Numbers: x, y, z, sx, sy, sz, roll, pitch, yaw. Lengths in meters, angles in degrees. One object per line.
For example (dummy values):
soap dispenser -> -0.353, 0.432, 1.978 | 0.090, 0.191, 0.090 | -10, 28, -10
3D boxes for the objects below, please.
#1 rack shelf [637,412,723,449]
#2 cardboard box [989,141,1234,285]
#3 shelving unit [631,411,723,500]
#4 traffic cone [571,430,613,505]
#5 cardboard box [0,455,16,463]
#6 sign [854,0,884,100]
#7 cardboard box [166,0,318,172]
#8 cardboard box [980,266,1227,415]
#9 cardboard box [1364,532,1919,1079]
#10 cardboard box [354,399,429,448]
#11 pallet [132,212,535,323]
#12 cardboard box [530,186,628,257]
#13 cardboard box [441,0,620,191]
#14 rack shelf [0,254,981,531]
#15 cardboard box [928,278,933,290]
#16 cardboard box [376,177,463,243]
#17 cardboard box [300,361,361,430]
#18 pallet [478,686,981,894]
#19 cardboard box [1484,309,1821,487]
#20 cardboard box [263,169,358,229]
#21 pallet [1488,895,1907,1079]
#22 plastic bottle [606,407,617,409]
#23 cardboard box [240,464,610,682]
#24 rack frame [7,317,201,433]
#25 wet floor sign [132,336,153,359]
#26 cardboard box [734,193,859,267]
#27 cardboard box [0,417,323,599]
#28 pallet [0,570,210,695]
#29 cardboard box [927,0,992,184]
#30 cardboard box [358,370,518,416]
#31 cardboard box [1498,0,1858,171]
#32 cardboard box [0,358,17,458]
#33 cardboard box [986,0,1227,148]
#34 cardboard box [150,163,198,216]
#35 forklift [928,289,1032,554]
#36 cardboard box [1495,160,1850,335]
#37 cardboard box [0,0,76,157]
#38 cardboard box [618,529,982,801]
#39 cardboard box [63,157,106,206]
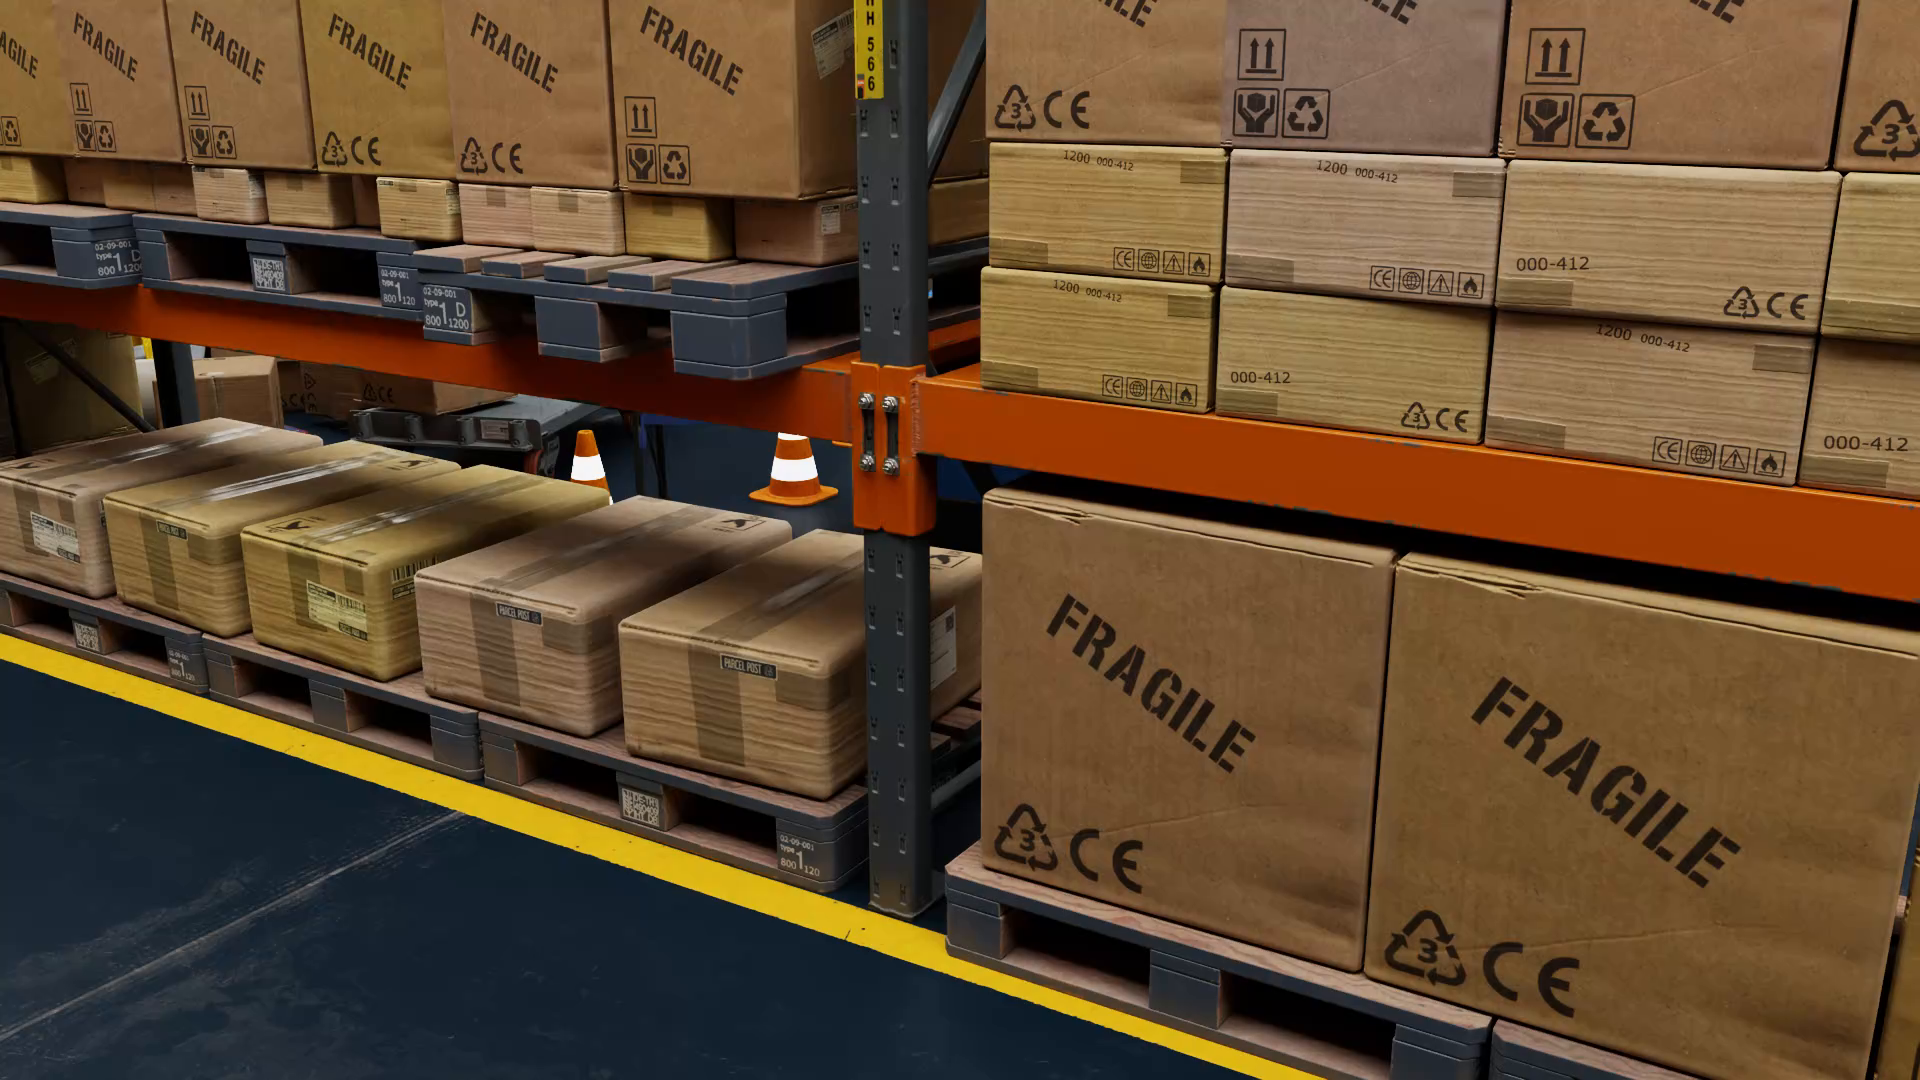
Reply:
rack shelf -> -0.733, -0.514, 6.611 | 1.000, 0.185, 0.538 | 0, 17, 0
cardboard box -> 0.398, -0.696, 3.408 | 0.500, 0.250, 0.500 | 10, 20, 30
shelving unit -> -0.733, -0.686, 6.559 | 1.048, 1.500, 0.538 | 0, 17, 0
traffic cone -> -1.523, -0.219, 6.806 | 0.334, 0.463, 0.336 | 10, 20, 30
cardboard box -> -3.957, -0.183, 6.332 | 0.500, 0.250, 0.500 | 11, 20, 33
sign -> -0.180, -1.047, 3.310 | 0.005, 0.325, 0.100 | 10, 20, 30
cardboard box -> -1.779, -1.293, 4.572 | 0.500, 0.500, 0.500 | 9, 19, 28
cardboard box -> 0.381, -0.458, 3.486 | 0.500, 0.250, 0.500 | 10, 19, 29
cardboard box -> 1.399, 0.412, 3.298 | 0.875, 0.875, 0.875 | 10, 20, 31
cardboard box -> -2.884, -0.622, 8.472 | 0.396, 0.266, 0.258 | -2, 17, -8
pallet -> -1.612, -0.866, 4.900 | 1.213, 0.211, 1.003 | 10, 20, 30
cardboard box -> -0.811, -0.789, 4.027 | 0.250, 0.149, 0.380 | 10, 20, 30
cardboard box -> -0.883, -1.134, 4.046 | 0.500, 0.500, 0.500 | 10, 19, 29
rack shelf -> -1.608, -0.626, 5.020 | 4.000, 0.370, 1.077 | 10, 20, 30
cardboard box -> -0.232, -1.568, 10.032 | 0.750, 0.750, 1.050 | 10, 20, 30
cardboard box -> -1.263, -0.867, 4.286 | 0.250, 0.149, 0.380 | 11, 20, 31
cardboard box -> -3.098, -0.973, 8.986 | 0.503, 0.637, 0.797 | 10, 20, 30
pallet -> -0.569, 0.549, 4.712 | 1.213, 0.211, 1.003 | 10, 20, 30
cardboard box -> 1.272, -0.303, 2.975 | 0.500, 0.250, 0.500 | 11, 20, 32
cardboard box -> -1.668, -0.955, 4.573 | 0.250, 0.149, 0.380 | 9, 19, 28
pallet -> 1.764, 0.992, 3.251 | 1.213, 0.211, 1.003 | 10, 20, 30
plastic bottle -> -1.834, -0.778, 9.338 | 0.283, 0.061, 0.133 | 0, 17, 1
cardboard box -> -1.657, 0.075, 5.273 | 0.625, 0.372, 0.950 | 11, 20, 32
rack frame -> -3.313, -1.275, 5.917 | 0.127, 3.000, 1.000 | 10, 20, 30
wet floor sign -> -5.278, -1.512, 10.749 | 0.232, 0.644, 0.267 | 7, 18, 21
cardboard box -> -0.307, -0.739, 3.862 | 0.250, 0.149, 0.380 | 11, 20, 32
cardboard box -> -2.864, -0.139, 5.977 | 0.625, 0.372, 0.950 | 10, 20, 31
pallet -> -2.649, 0.178, 5.934 | 1.213, 0.211, 1.003 | 10, 20, 30
cardboard box -> -0.167, -1.183, 4.209 | 0.500, 0.500, 0.500 | 9, 19, 29
cardboard box -> -2.407, -0.886, 7.637 | 0.500, 0.500, 0.500 | 10, 20, 30
cardboard box -> 1.249, -0.901, 2.796 | 0.500, 0.500, 0.500 | 11, 20, 32
cardboard box -> -3.957, -0.542, 6.224 | 0.500, 0.500, 0.500 | 10, 19, 29
cardboard box -> 0.388, -1.057, 3.308 | 0.500, 0.500, 0.500 | 9, 19, 28
cardboard box -> -2.110, -1.041, 4.858 | 0.250, 0.149, 0.380 | 10, 20, 30
forklift -> 1.361, -1.243, 5.931 | 3.031, 2.935, 1.130 | 7, 18, 23
cardboard box -> 1.256, -0.538, 2.889 | 0.500, 0.250, 0.500 | 10, 20, 30
cardboard box -> -2.636, -1.448, 5.079 | 0.500, 0.500, 0.500 | 10, 20, 30
cardboard box -> -0.380, 0.302, 4.526 | 0.625, 0.372, 0.950 | 9, 19, 26
cardboard box -> -2.517, -1.129, 5.146 | 0.250, 0.149, 0.380 | 12, 20, 34
